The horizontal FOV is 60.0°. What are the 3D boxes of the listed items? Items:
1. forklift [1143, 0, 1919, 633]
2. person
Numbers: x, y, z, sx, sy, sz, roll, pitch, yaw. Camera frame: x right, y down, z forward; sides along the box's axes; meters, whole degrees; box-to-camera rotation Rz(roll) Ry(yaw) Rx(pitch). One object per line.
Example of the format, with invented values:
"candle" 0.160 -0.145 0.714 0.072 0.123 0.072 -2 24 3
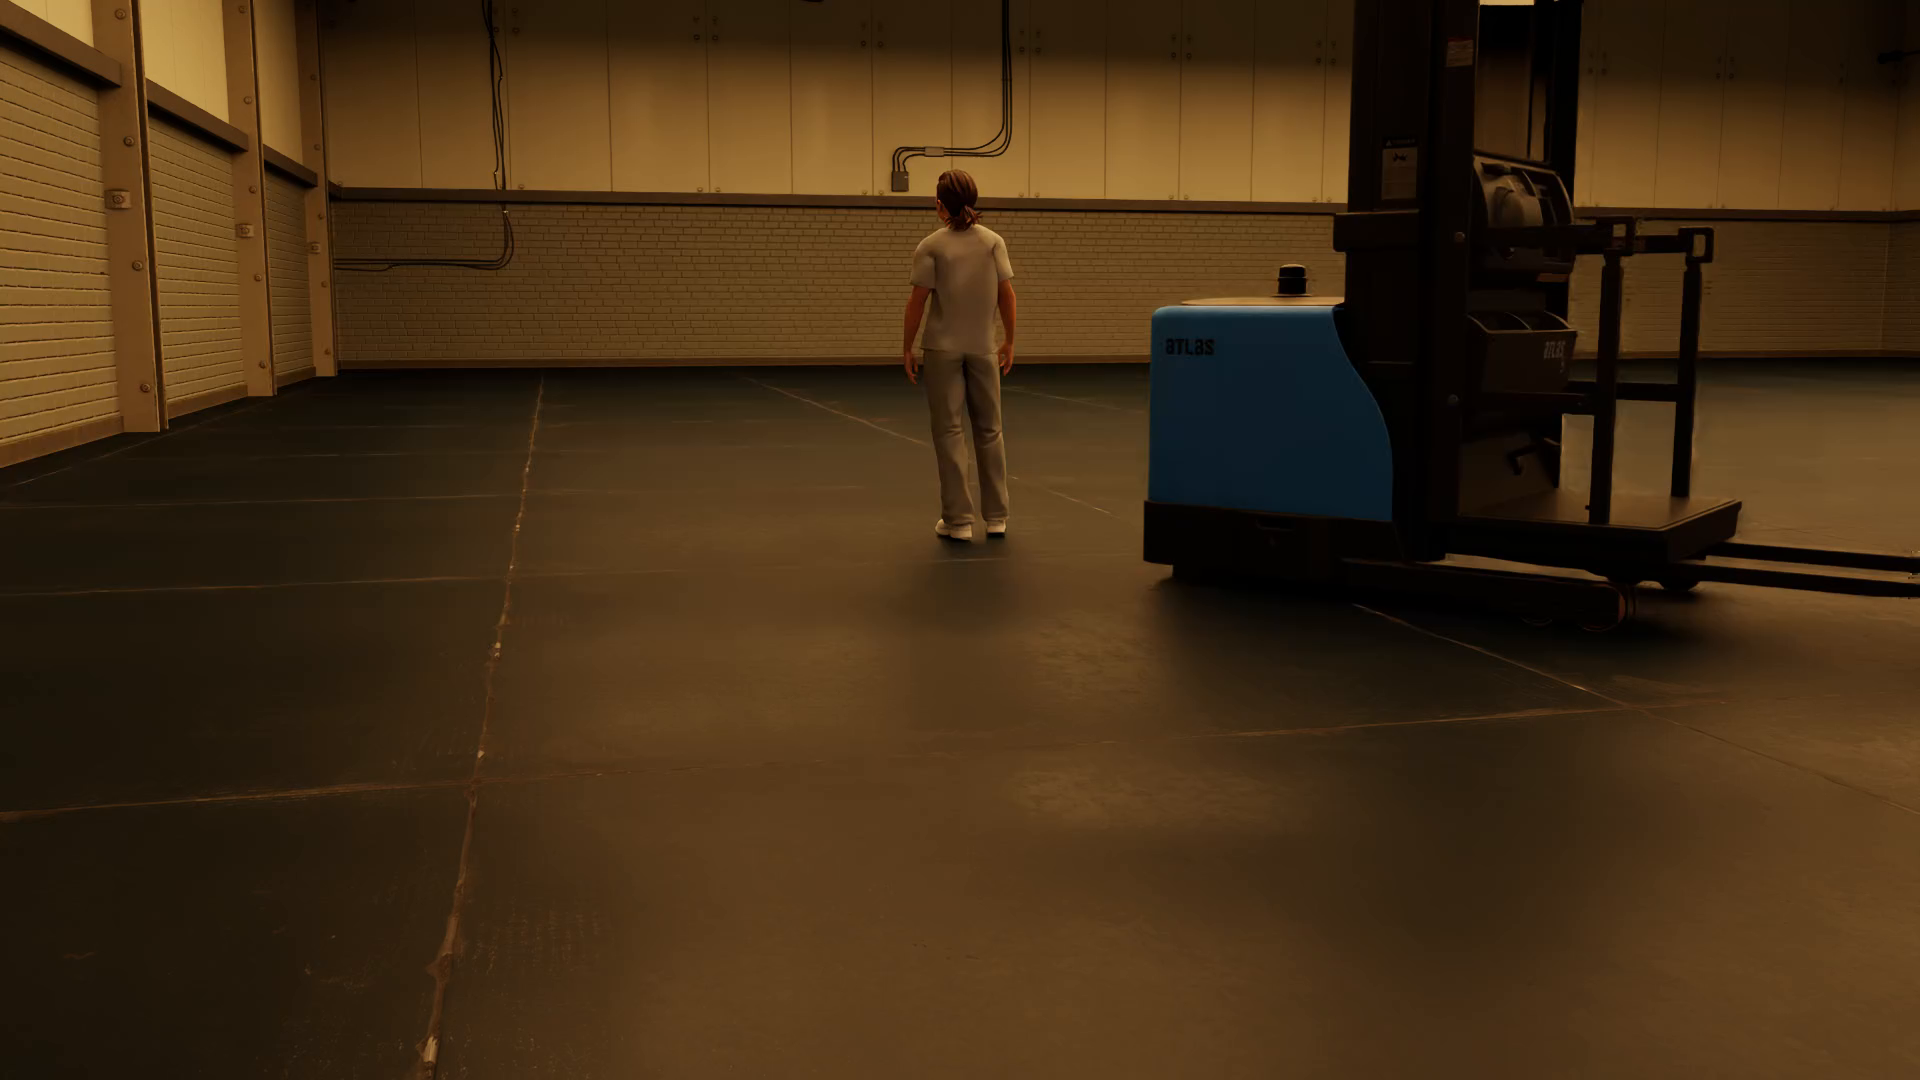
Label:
"forklift" 2.207 -1.227 5.899 3.031 2.935 1.130 6 10 37
"person" -0.004 -0.848 7.664 0.549 1.674 0.548 -2 8 -13
